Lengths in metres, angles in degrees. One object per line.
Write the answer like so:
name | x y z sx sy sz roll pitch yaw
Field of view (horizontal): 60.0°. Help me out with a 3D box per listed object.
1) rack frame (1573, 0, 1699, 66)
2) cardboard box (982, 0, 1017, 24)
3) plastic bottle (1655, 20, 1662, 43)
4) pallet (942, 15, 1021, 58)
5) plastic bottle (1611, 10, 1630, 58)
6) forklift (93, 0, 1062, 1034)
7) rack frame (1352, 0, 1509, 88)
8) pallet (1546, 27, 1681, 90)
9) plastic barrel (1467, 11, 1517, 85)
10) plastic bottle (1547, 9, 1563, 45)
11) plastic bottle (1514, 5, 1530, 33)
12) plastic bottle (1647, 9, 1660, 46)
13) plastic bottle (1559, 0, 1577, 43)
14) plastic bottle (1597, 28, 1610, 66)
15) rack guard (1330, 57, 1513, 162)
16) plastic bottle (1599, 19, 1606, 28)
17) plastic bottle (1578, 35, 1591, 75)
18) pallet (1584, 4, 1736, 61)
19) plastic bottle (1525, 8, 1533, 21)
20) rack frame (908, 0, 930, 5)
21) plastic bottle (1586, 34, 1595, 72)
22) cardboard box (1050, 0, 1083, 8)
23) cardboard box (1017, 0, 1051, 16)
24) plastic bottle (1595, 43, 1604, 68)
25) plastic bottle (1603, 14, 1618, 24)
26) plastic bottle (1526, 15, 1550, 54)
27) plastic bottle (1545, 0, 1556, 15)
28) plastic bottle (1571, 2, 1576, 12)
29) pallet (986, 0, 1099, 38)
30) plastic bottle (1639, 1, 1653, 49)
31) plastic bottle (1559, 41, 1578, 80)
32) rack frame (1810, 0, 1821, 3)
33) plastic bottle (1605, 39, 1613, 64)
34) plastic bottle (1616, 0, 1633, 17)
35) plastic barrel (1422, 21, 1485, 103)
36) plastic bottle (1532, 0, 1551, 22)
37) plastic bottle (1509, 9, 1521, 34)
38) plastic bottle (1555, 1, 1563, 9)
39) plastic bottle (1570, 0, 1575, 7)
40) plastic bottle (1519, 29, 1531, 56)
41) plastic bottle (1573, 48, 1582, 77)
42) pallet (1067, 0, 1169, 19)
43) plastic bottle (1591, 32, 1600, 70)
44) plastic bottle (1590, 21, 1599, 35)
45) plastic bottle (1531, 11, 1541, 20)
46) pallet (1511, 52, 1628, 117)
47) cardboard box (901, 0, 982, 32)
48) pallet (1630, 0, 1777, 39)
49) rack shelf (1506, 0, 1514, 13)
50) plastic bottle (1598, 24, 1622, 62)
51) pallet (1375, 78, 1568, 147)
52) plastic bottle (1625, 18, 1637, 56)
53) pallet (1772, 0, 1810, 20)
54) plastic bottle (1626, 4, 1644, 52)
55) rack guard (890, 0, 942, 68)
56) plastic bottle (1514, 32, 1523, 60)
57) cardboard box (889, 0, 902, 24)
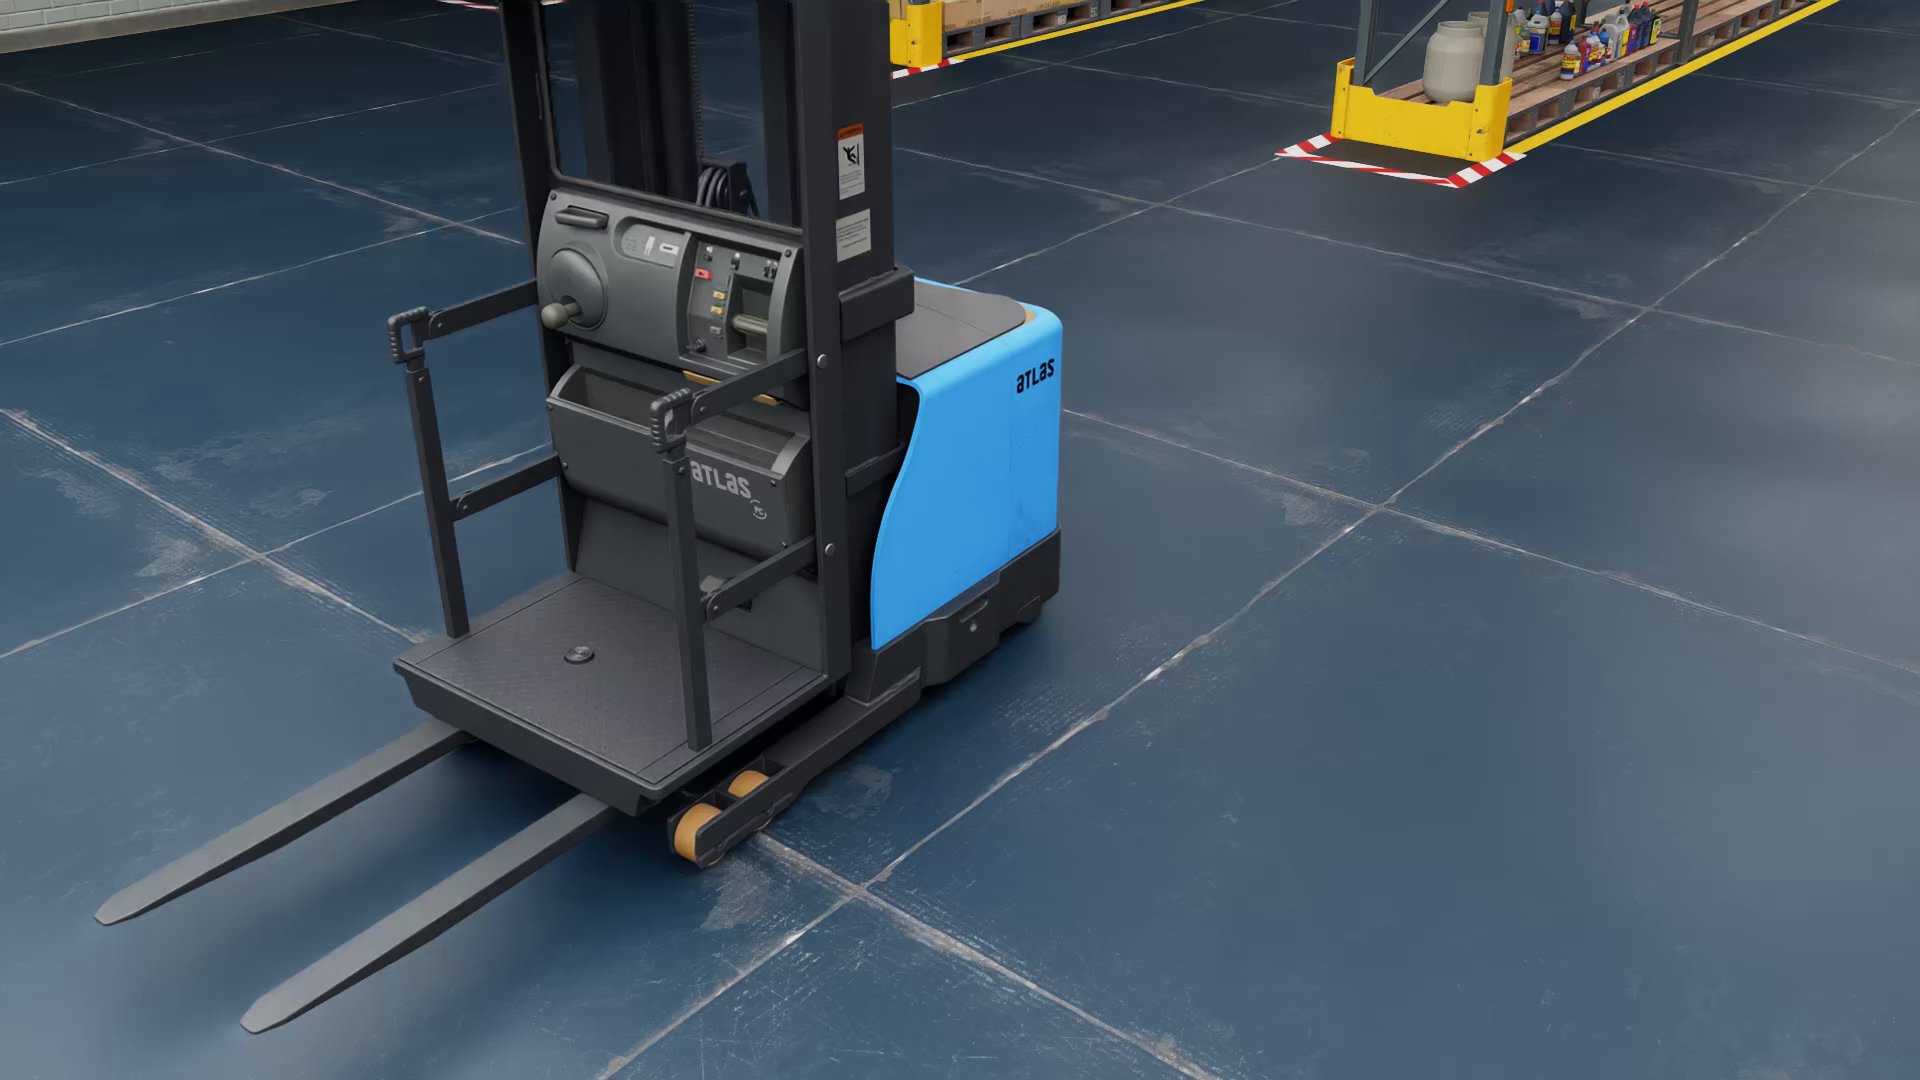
rack frame | 5.694 -5.464 13.548 1.000 3.000 0.127 21 34 34
cardboard box | 0.158 -4.764 14.730 0.500 0.250 0.500 21 34 34
plastic bottle | 5.703 -4.197 13.665 0.097 0.201 0.097 0 27 0
pallet | -0.216 -4.540 14.796 1.003 0.211 1.213 21 34 34
plastic bottle | 5.179 -3.988 13.099 0.144 0.351 0.185 21 34 34
forklift | -0.931 -0.668 4.351 1.130 2.935 3.031 19 33 32
rack frame | 3.149 -4.046 10.807 1.000 3.000 0.127 21 34 34
pallet | 5.234 -4.000 13.752 1.003 0.211 1.213 21 34 34
plastic barrel | 3.828 -3.561 12.120 0.421 0.512 0.421 0 27 0
plastic bottle | 4.861 -4.196 13.588 0.097 0.271 0.097 0 27 0
plastic bottle | 4.470 -4.101 13.316 0.144 0.351 0.185 20 34 34
plastic bottle | 5.642 -4.186 13.555 0.061 0.283 0.133 23 35 37
plastic bottle | 4.971 -4.276 13.656 0.144 0.351 0.185 21 34 34
plastic bottle | 4.954 -3.810 12.842 0.097 0.271 0.097 0 27 0
rack guard | 3.162 -2.977 11.460 1.175 0.500 0.348 21 34 34
plastic bottle | 5.084 -3.979 13.155 0.061 0.283 0.133 21 34 34
plastic bottle | 4.701 -3.662 12.541 0.061 0.283 0.133 21 34 35
pallet | 6.163 -4.516 14.749 1.003 0.211 1.213 21 34 34
plastic bottle | 4.603 -4.175 13.534 0.061 0.283 0.133 23 35 37
rack frame | -0.670 -5.495 13.608 1.000 3.000 0.127 21 34 34
plastic bottle | 4.761 -3.703 12.634 0.097 0.271 0.097 0 27 0
cardboard box | 0.798 -5.117 15.412 0.500 0.250 0.500 21 34 34
cardboard box | 0.476 -4.941 15.072 0.500 0.250 0.500 21 34 34
plastic bottle | 4.888 -3.743 12.787 0.097 0.201 0.097 0 27 0
plastic bottle | 5.254 -4.104 13.404 0.152 0.276 0.135 21 34 34
plastic bottle | 4.600 -4.033 13.267 0.152 0.276 0.135 21 34 34
plastic bottle | 4.860 -4.318 13.737 0.144 0.351 0.185 22 34 36
plastic bottle | 5.051 -4.315 13.804 0.061 0.283 0.133 21 34 34
pallet | 0.560 -4.971 15.629 1.003 0.211 1.213 21 34 34
plastic bottle | 5.507 -4.171 13.452 0.144 0.351 0.185 20 33 33
plastic bottle | 4.543 -3.582 12.399 0.097 0.271 0.097 0 27 0
rack frame | 8.238 -6.883 16.290 1.000 3.000 0.127 21 34 34
plastic bottle | 5.019 -3.815 12.928 0.097 0.201 0.097 0 27 0
plastic bottle | 5.395 -4.213 13.533 0.144 0.351 0.185 21 34 34
plastic barrel | 3.509 -3.383 11.776 0.421 0.512 0.421 0 27 0
plastic bottle | 4.740 -4.251 13.608 0.144 0.351 0.185 19 33 32
plastic bottle | 4.351 -4.035 13.189 0.144 0.351 0.185 22 35 36
plastic bottle | 4.968 -4.343 13.865 0.152 0.276 0.135 22 35 36
plastic bottle | 5.153 -4.463 14.103 0.097 0.271 0.097 0 27 0
plastic bottle | 4.472 -3.949 13.185 0.097 0.201 0.097 0 27 0
plastic bottle | 4.609 -3.587 12.486 0.097 0.201 0.097 0 27 0
pallet | 1.336 -5.405 16.469 1.003 0.211 1.213 21 34 34
plastic bottle | 4.825 -3.739 12.703 0.097 0.271 0.097 0 27 0
plastic bottle | 4.990 -3.933 13.065 0.061 0.283 0.133 21 34 34
plastic bottle | 4.675 -4.153 13.504 0.097 0.271 0.097 0 27 0
pallet | 4.459 -3.565 12.912 1.003 0.211 1.213 21 34 34
cardboard box | -0.158 -4.586 14.385 0.500 0.250 0.500 21 34 34
pallet | 6.939 -4.950 15.589 1.003 0.211 1.213 21 34 34
rack shelf | 4.422 -4.436 12.343 1.077 0.370 4.000 21 34 34
plastic bottle | 5.073 -3.898 13.007 0.152 0.276 0.135 21 34 35
pallet | 3.682 -3.135 12.080 1.003 0.211 1.213 21 34 34
plastic bottle | 5.313 -4.003 13.200 0.061 0.283 0.133 23 35 38
pallet | 7.715 -5.381 16.421 1.003 0.211 1.213 21 34 34
plastic bottle | 5.384 -4.103 13.320 0.144 0.351 0.185 19 33 32
rack guard | -0.686 -4.376 14.166 1.175 0.500 0.348 21 34 34
plastic bottle | 4.357 -3.879 13.050 0.097 0.201 0.097 0 27 0
cardboard box | -0.557 -4.737 14.678 0.500 0.250 0.500 21 34 34
